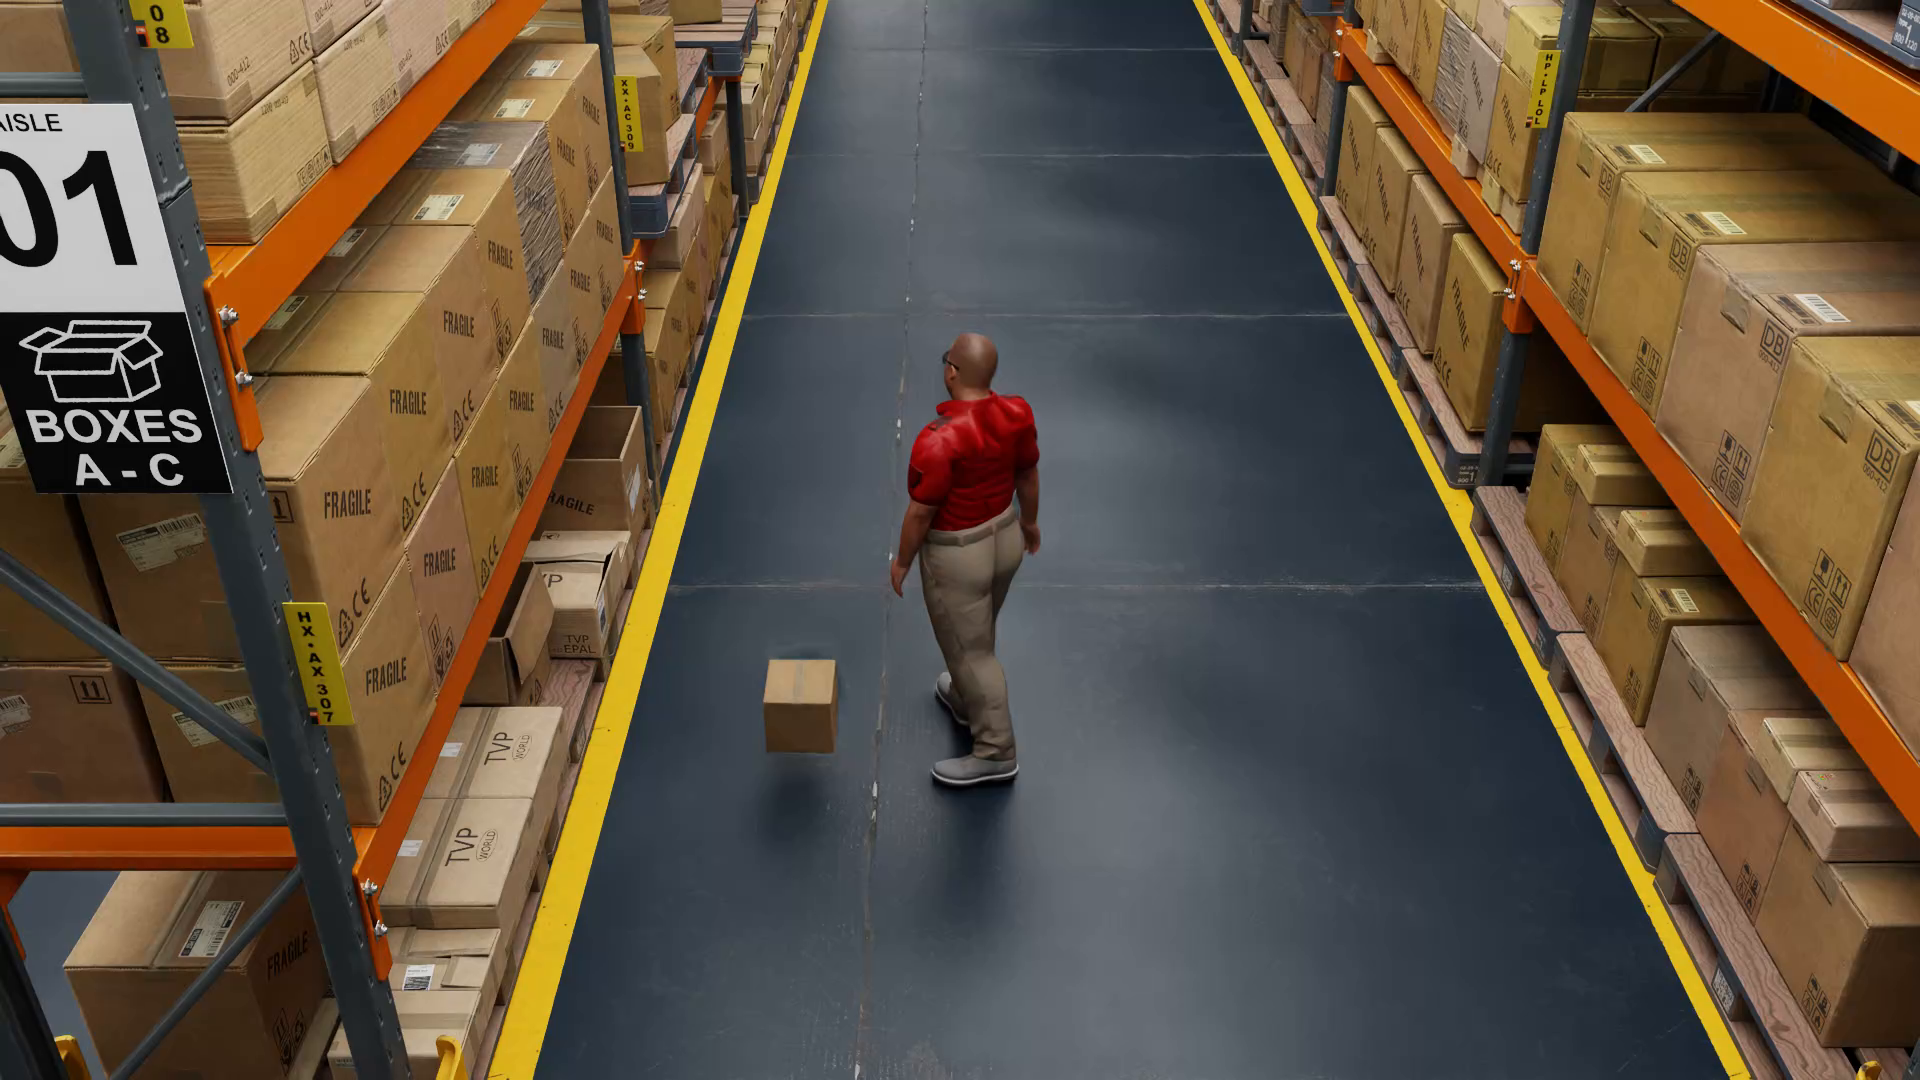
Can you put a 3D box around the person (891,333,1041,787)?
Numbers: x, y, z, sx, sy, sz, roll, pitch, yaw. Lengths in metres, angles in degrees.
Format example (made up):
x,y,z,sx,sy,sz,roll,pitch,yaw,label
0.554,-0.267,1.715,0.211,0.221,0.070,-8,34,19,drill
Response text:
x,y,z,sx,sy,sz,roll,pitch,yaw,label
0.047,0.032,6.097,0.658,1.719,0.652,27,40,36,person
